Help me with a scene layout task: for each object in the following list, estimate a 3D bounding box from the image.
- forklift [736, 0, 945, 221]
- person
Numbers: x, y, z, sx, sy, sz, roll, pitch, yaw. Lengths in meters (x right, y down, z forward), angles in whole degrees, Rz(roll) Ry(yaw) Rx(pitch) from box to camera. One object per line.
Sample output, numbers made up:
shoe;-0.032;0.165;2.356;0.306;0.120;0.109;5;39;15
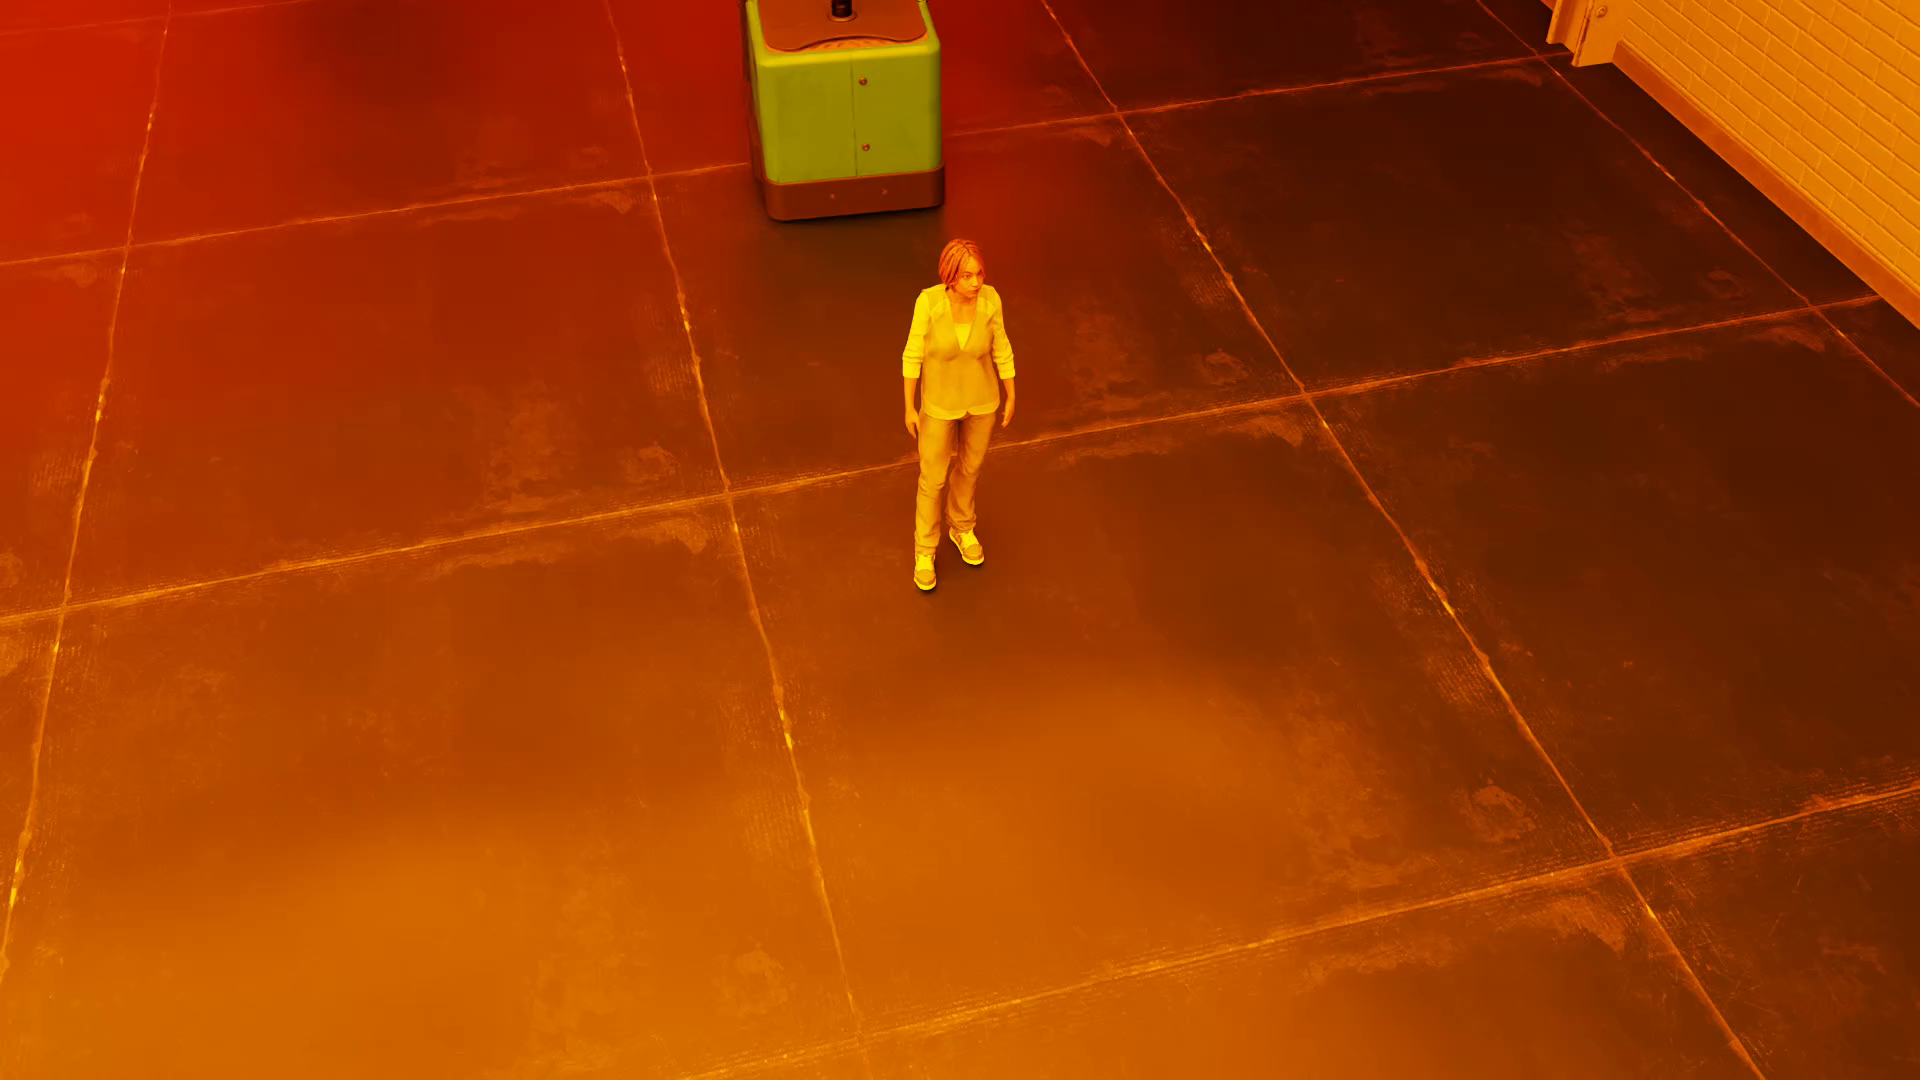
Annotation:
forklift;-0.846;-3.937;9.810;1.130;2.935;3.031;-7;44;-7
person;0.005;-0.534;7.170;0.520;1.599;0.473;-10;44;-11
